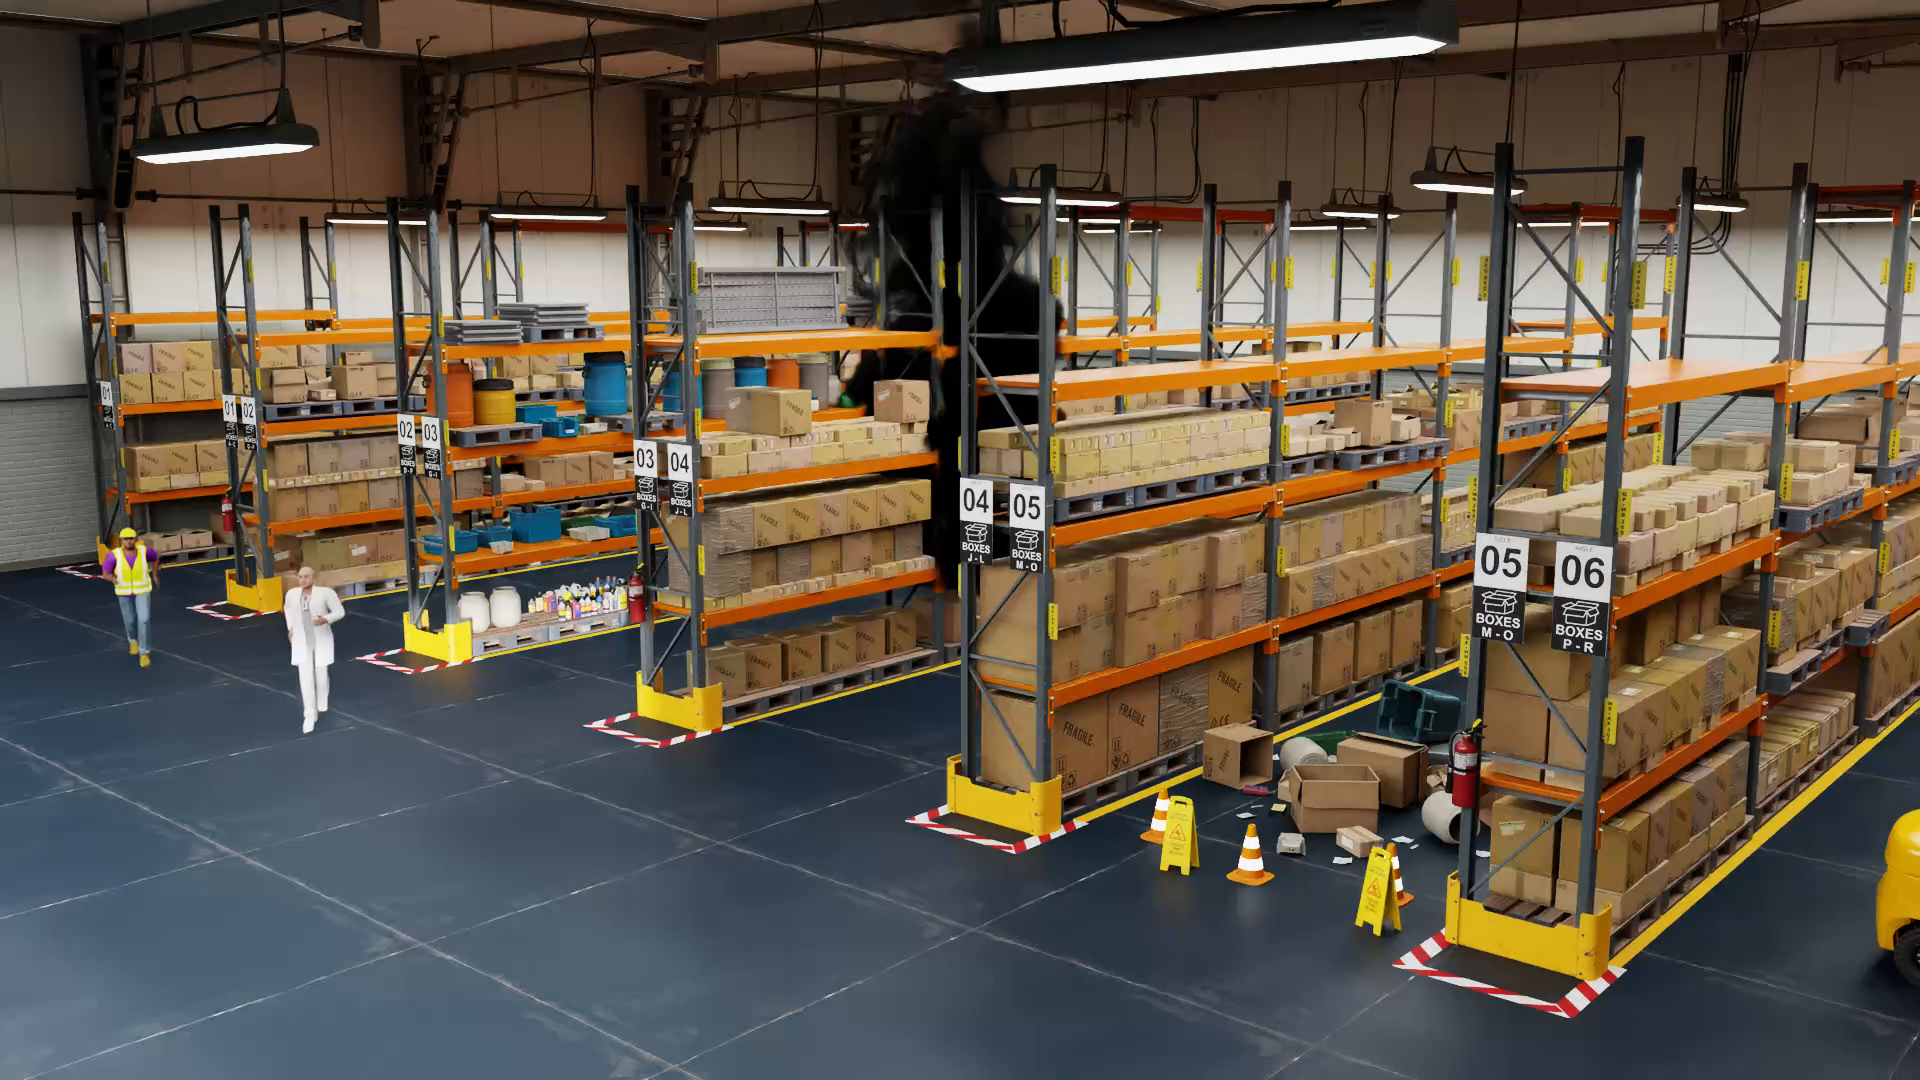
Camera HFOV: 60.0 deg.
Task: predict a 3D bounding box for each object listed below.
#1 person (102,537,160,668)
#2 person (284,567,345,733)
[{"bbox_3d":[-10.768,0.721,21.646,0.653,1.744,0.948,-4,10,-22],"label":"person"},{"bbox_3d":[-7.296,1.180,18.814,0.687,1.802,0.987,-2,10,-12],"label":"person"}]
